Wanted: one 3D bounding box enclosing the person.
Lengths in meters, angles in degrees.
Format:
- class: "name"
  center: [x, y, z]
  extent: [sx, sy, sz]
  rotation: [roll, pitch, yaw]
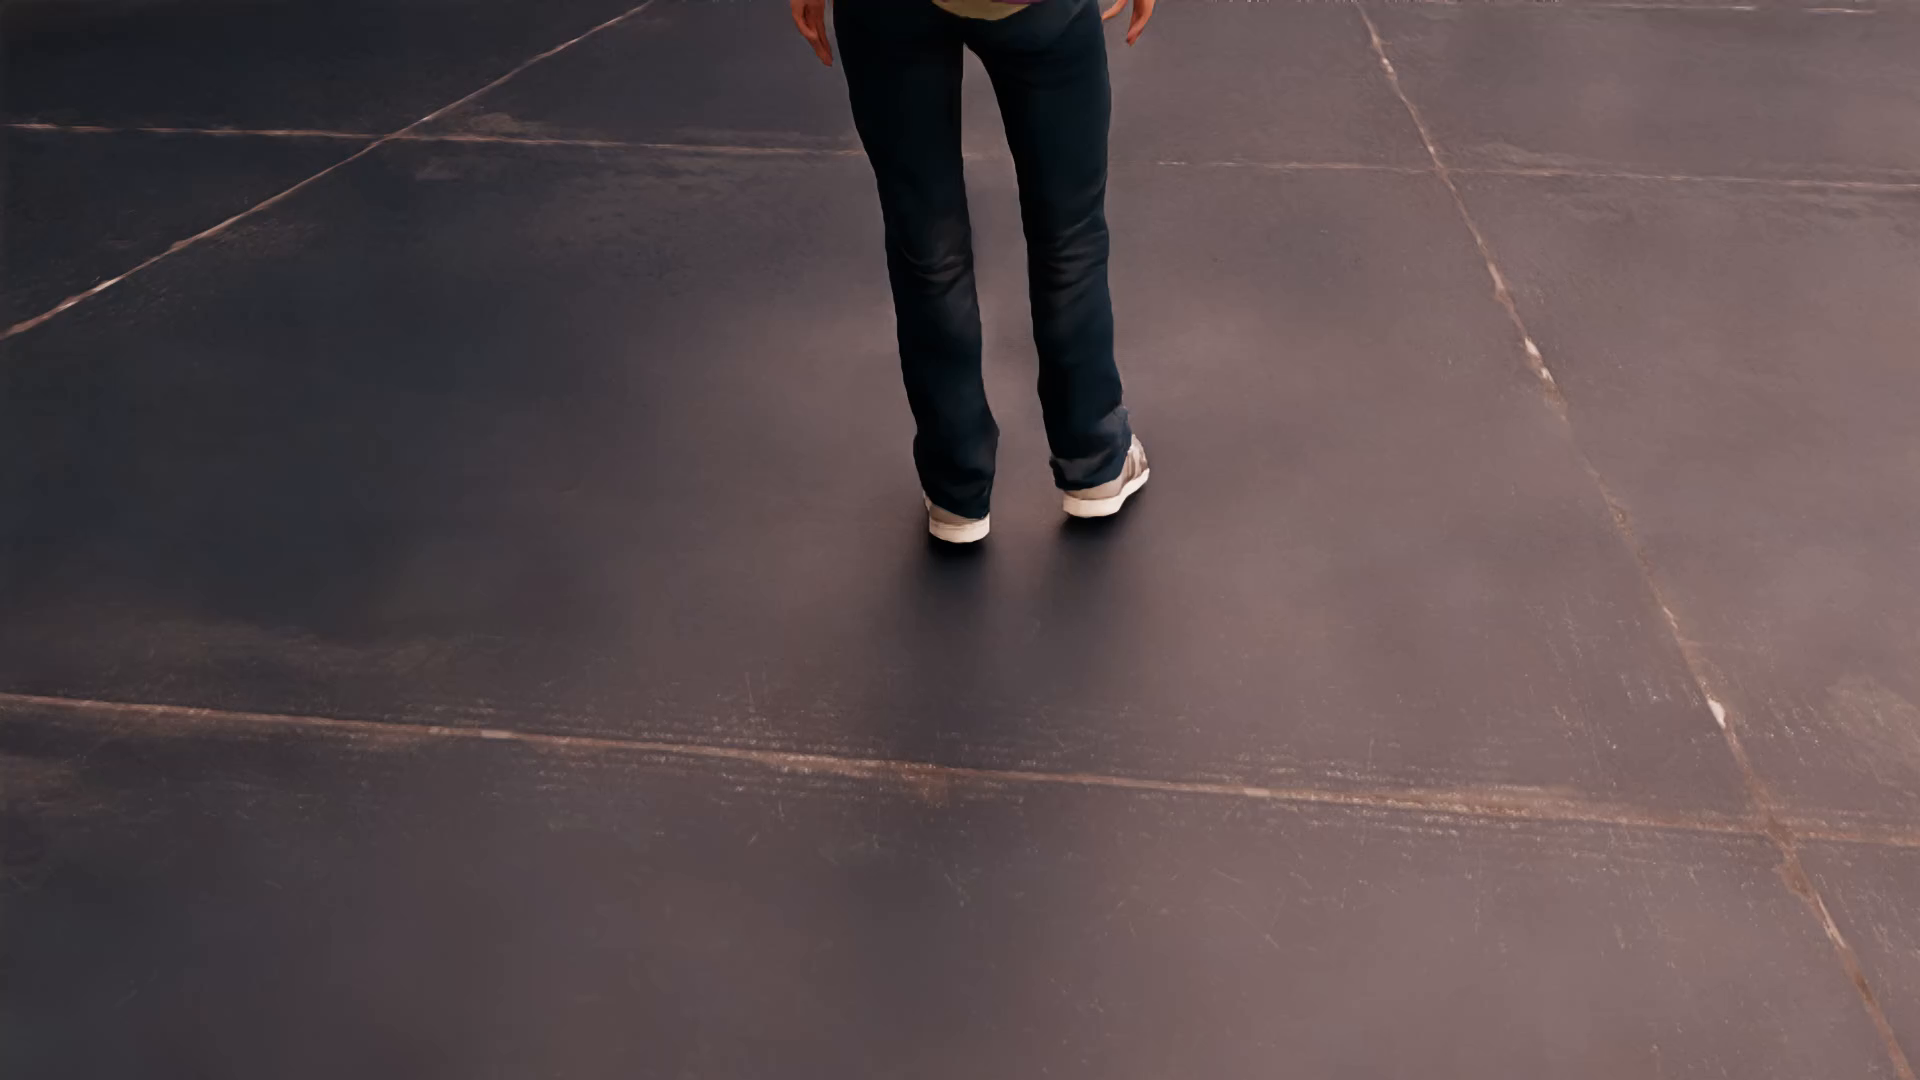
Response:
- class: "person"
  center: [0.023, -0.753, 2.204]
  extent: [0.520, 1.597, 0.474]
  rotation: [3, 27, 7]
